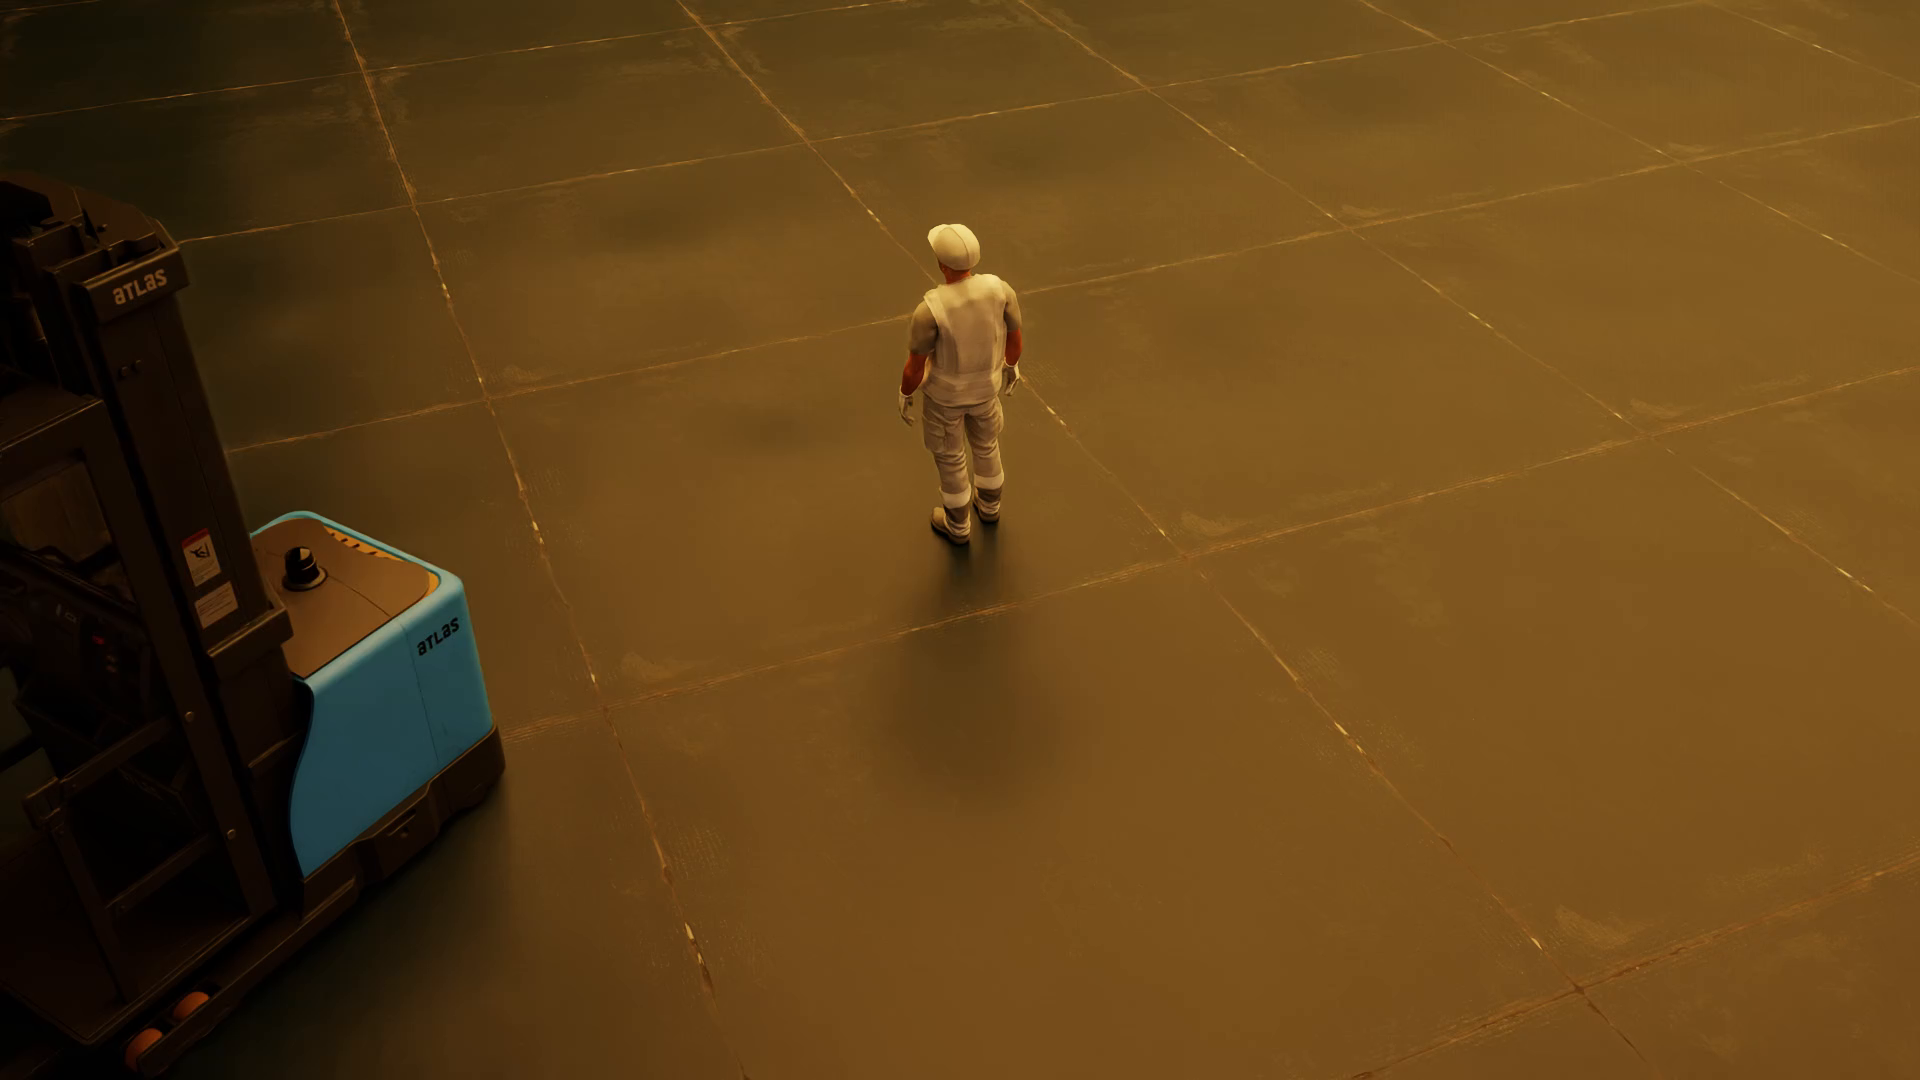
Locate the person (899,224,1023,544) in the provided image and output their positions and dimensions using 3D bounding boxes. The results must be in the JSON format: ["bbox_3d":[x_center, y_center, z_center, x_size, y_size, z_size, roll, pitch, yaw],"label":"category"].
[{"bbox_3d":[-0.020,-0.781,8.169,0.637,1.787,0.564,-14,38,-19],"label":"person"}]

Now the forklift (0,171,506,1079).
[{"bbox_3d":[-3.155,0.407,5.527,1.130,2.935,3.031,20,40,26],"label":"forklift"}]
